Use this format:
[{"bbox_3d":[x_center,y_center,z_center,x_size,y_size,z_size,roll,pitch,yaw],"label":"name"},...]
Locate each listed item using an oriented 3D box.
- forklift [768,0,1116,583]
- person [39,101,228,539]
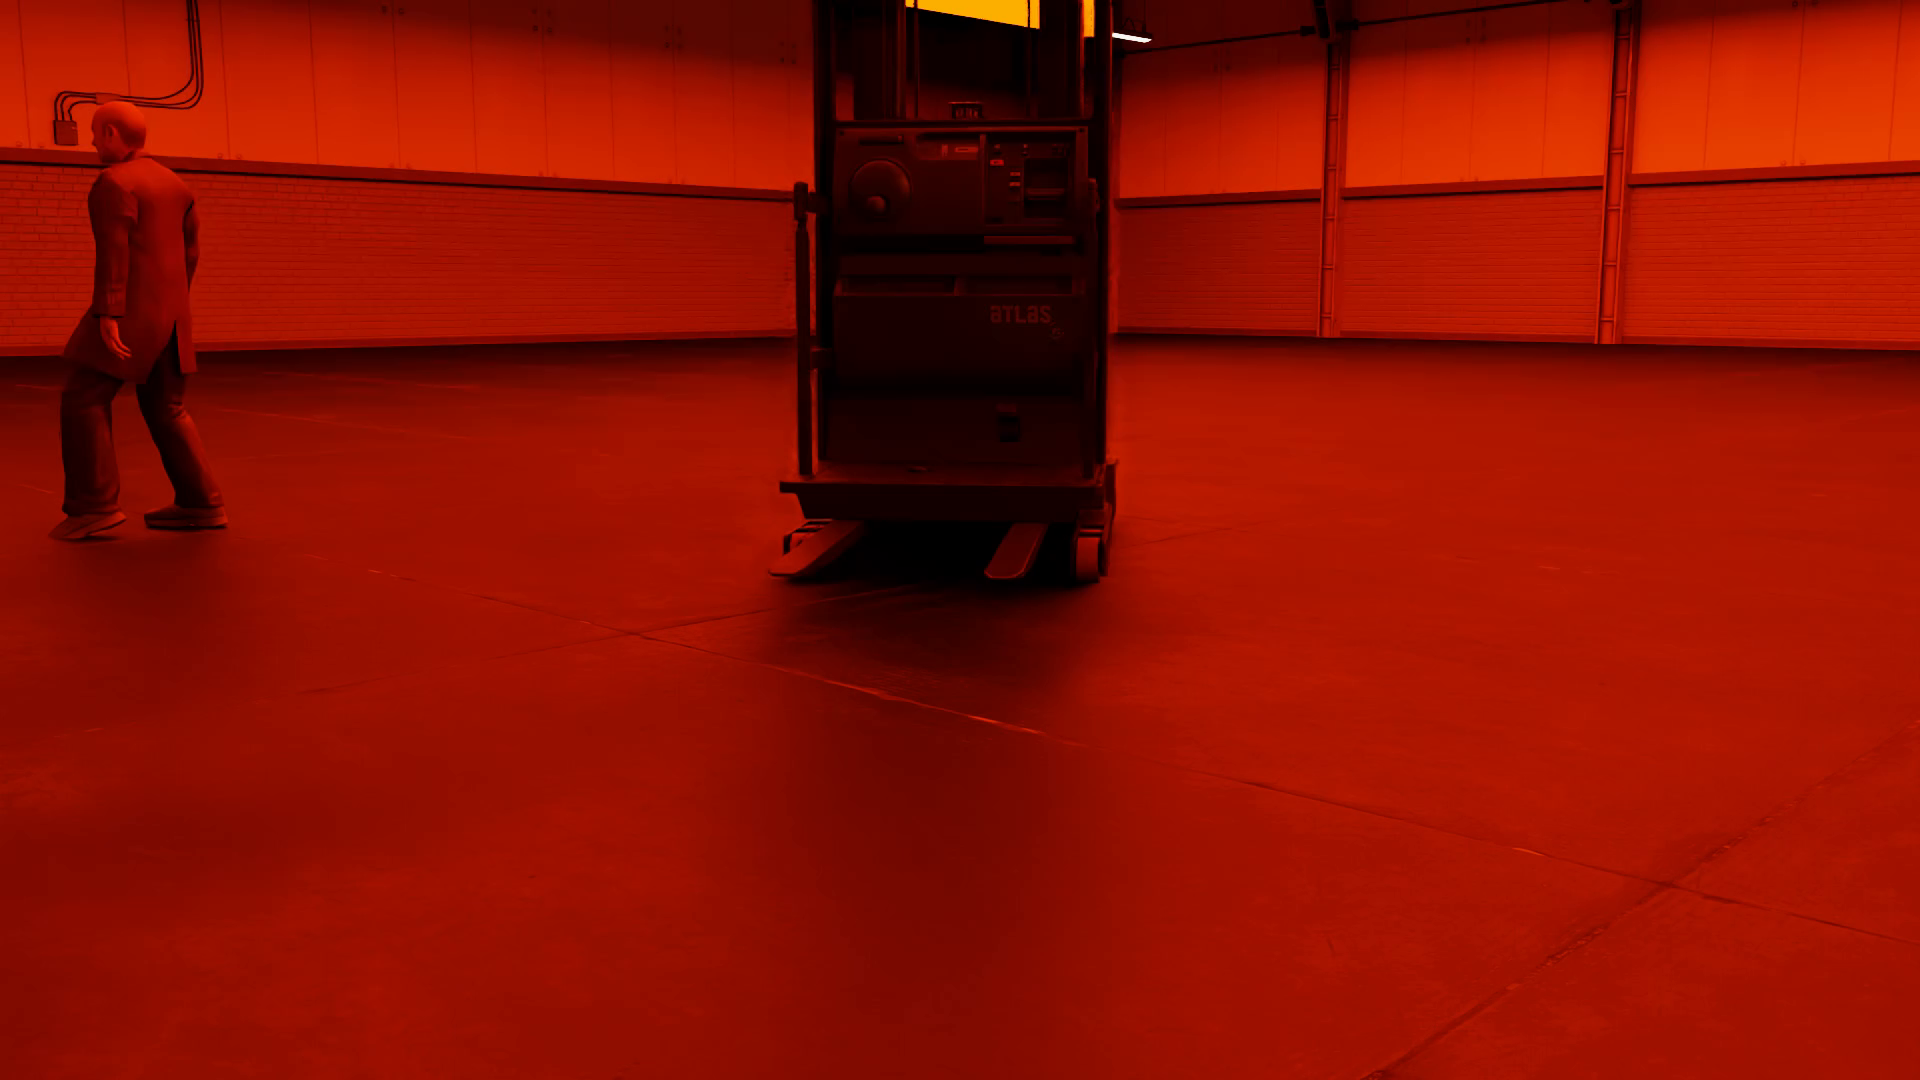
[{"bbox_3d":[-0.021,-1.322,5.865,1.129,2.867,3.031,1,9,6],"label":"forklift"},{"bbox_3d":[-3.441,-0.886,6.900,0.623,1.820,0.645,1,9,7],"label":"person"}]
